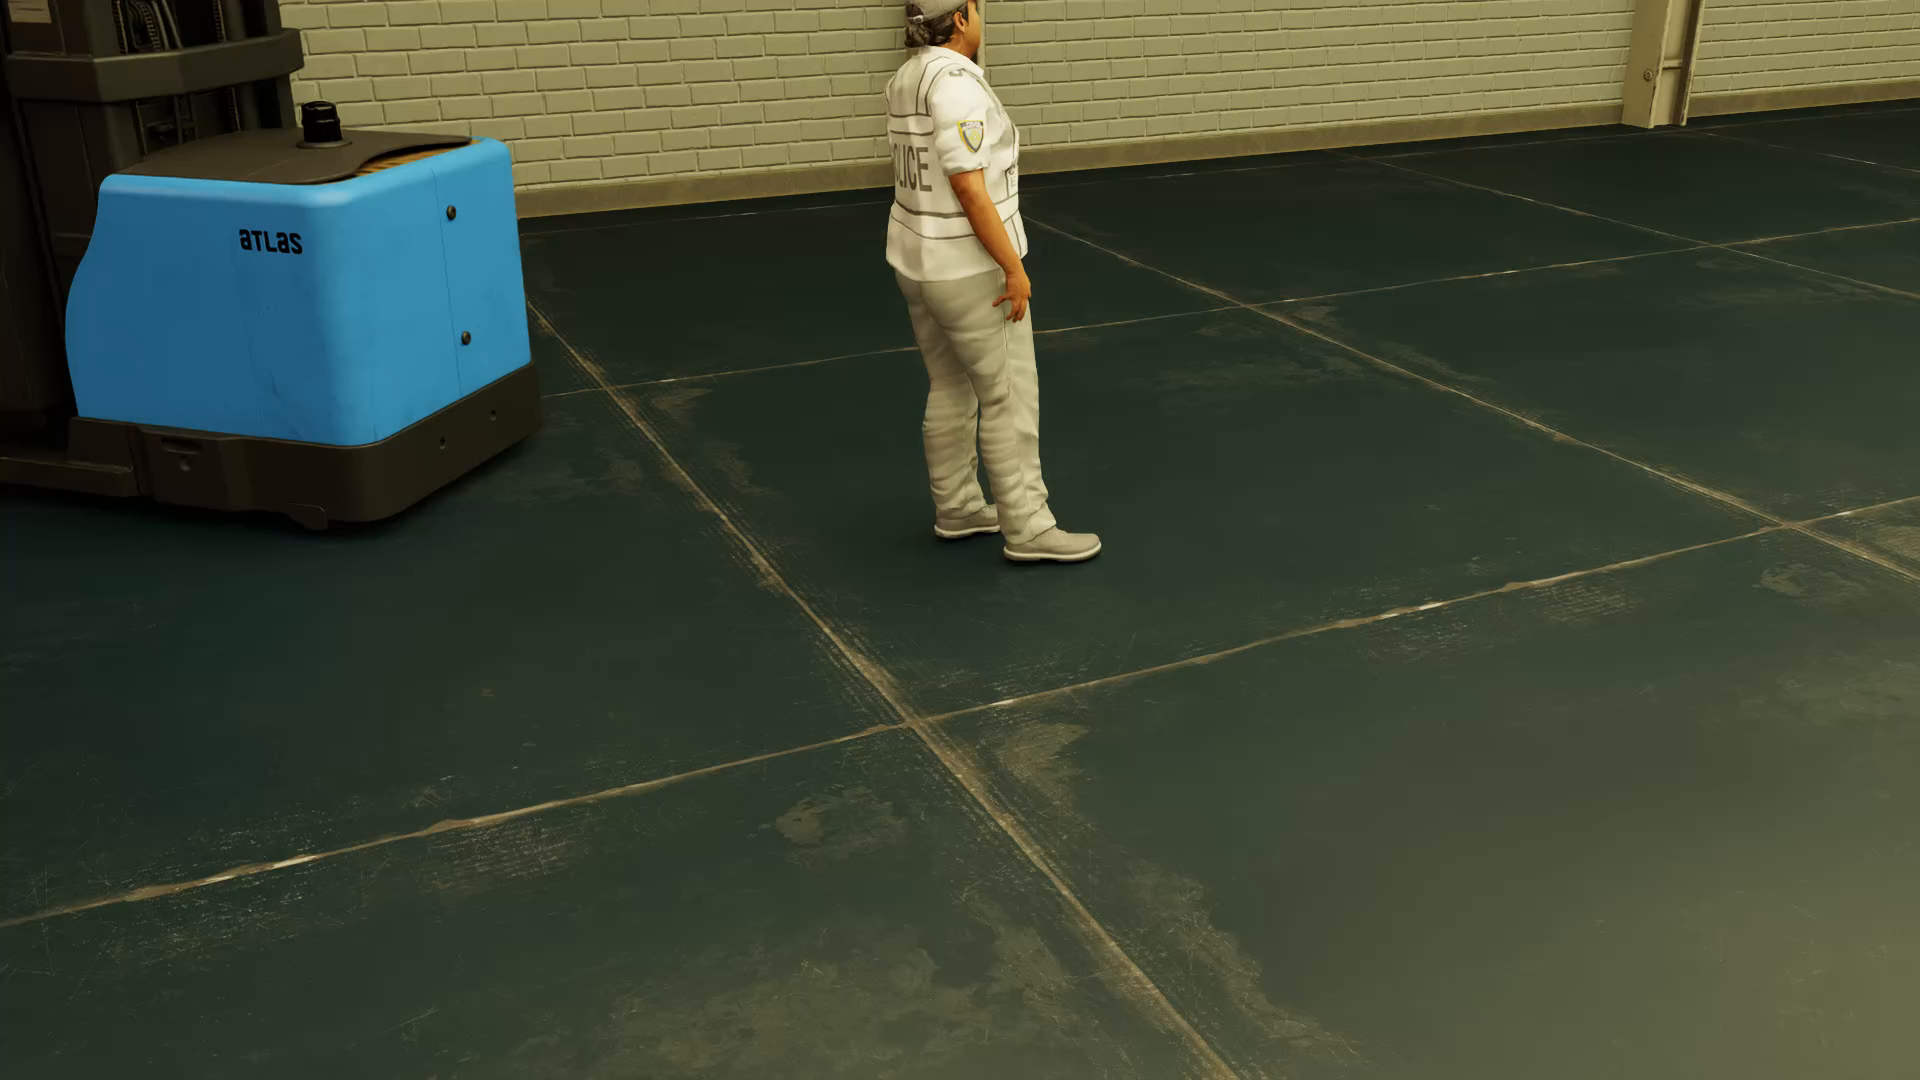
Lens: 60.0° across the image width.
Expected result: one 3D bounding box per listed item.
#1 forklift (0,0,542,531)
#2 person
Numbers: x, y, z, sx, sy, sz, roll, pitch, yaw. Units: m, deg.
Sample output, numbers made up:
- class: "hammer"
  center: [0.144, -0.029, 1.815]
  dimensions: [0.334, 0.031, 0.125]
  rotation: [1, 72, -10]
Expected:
- class: "forklift"
  center: [-3.055, -1.692, 5.360]
  dimensions: [3.031, 2.935, 1.130]
  rotation: [7, 23, 16]
- class: "person"
  center: [0.079, -0.782, 4.795]
  dimensions: [0.529, 1.670, 0.598]
  rotation: [-10, 25, -23]
